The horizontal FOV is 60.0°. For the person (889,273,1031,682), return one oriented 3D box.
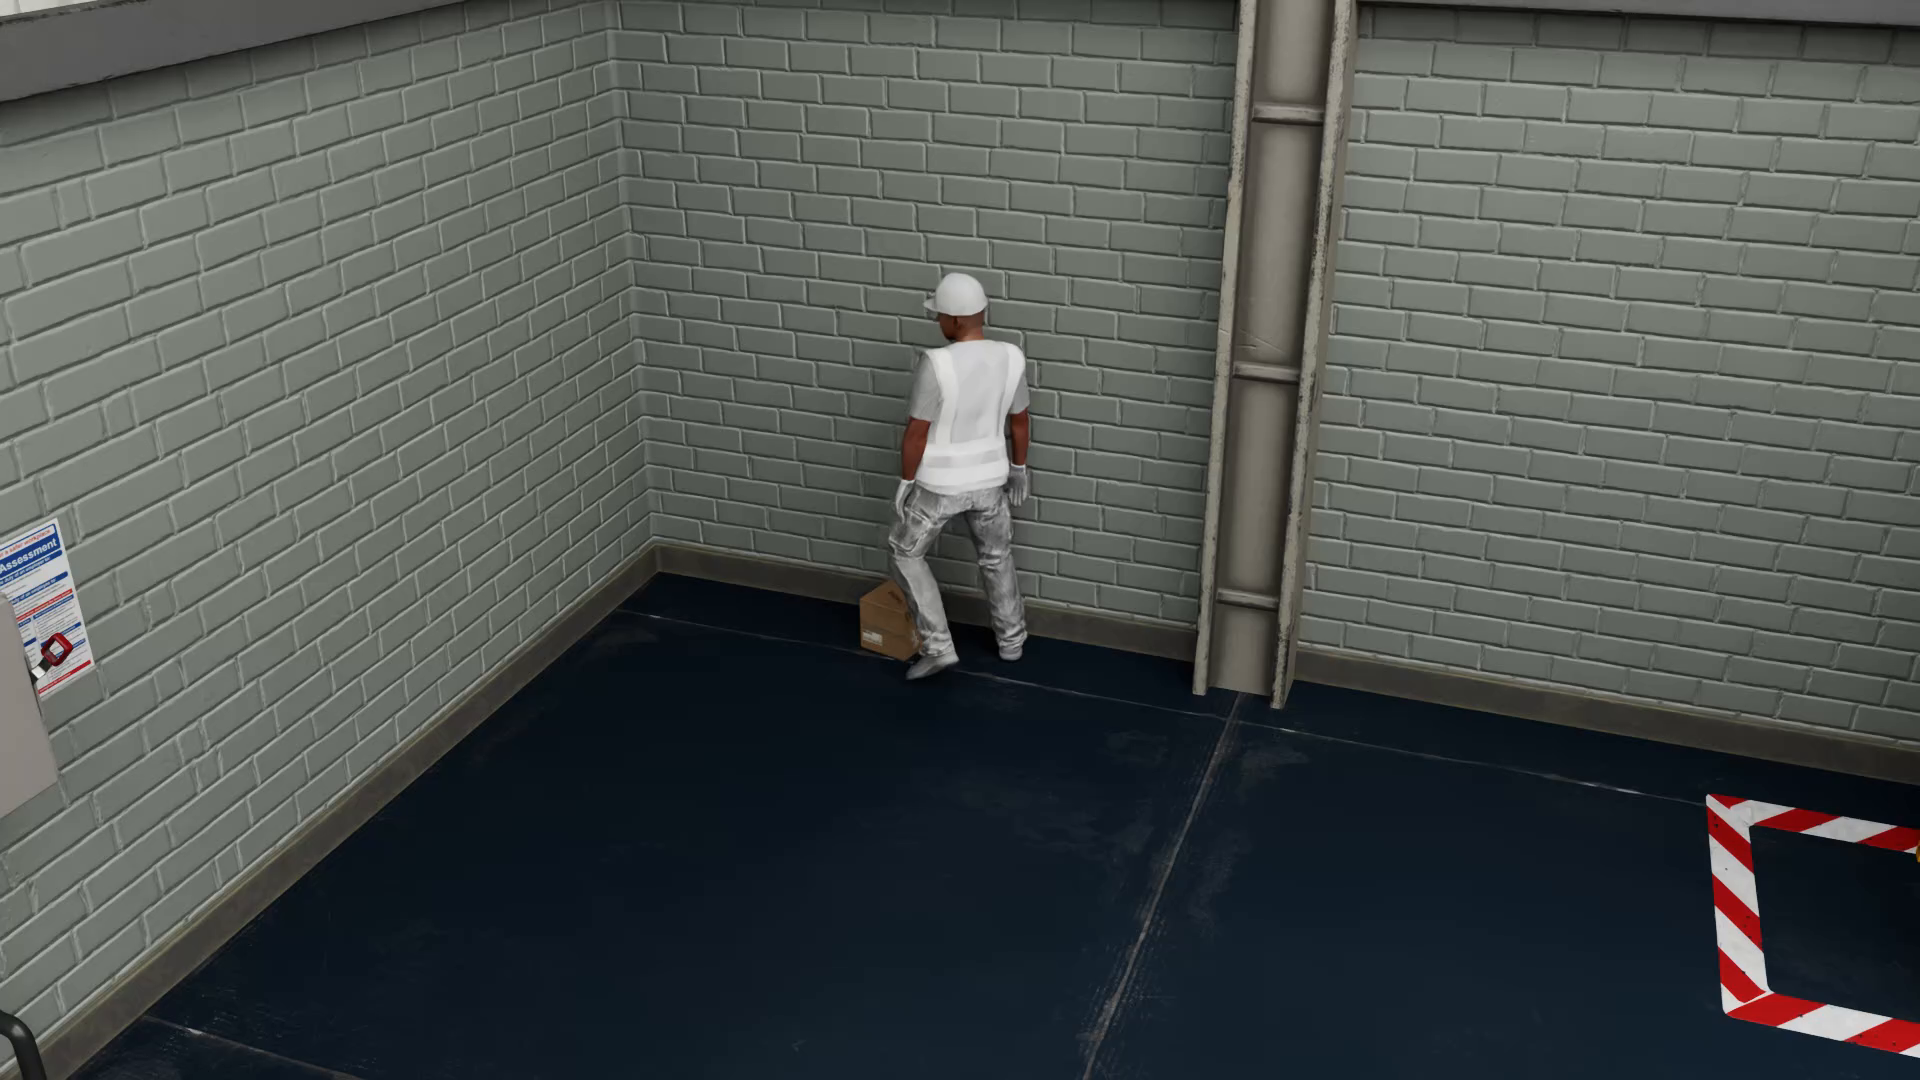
[{"bbox_3d":[0.026,-0.241,7.099,0.683,1.818,0.387,-15,29,-28],"label":"person"}]
